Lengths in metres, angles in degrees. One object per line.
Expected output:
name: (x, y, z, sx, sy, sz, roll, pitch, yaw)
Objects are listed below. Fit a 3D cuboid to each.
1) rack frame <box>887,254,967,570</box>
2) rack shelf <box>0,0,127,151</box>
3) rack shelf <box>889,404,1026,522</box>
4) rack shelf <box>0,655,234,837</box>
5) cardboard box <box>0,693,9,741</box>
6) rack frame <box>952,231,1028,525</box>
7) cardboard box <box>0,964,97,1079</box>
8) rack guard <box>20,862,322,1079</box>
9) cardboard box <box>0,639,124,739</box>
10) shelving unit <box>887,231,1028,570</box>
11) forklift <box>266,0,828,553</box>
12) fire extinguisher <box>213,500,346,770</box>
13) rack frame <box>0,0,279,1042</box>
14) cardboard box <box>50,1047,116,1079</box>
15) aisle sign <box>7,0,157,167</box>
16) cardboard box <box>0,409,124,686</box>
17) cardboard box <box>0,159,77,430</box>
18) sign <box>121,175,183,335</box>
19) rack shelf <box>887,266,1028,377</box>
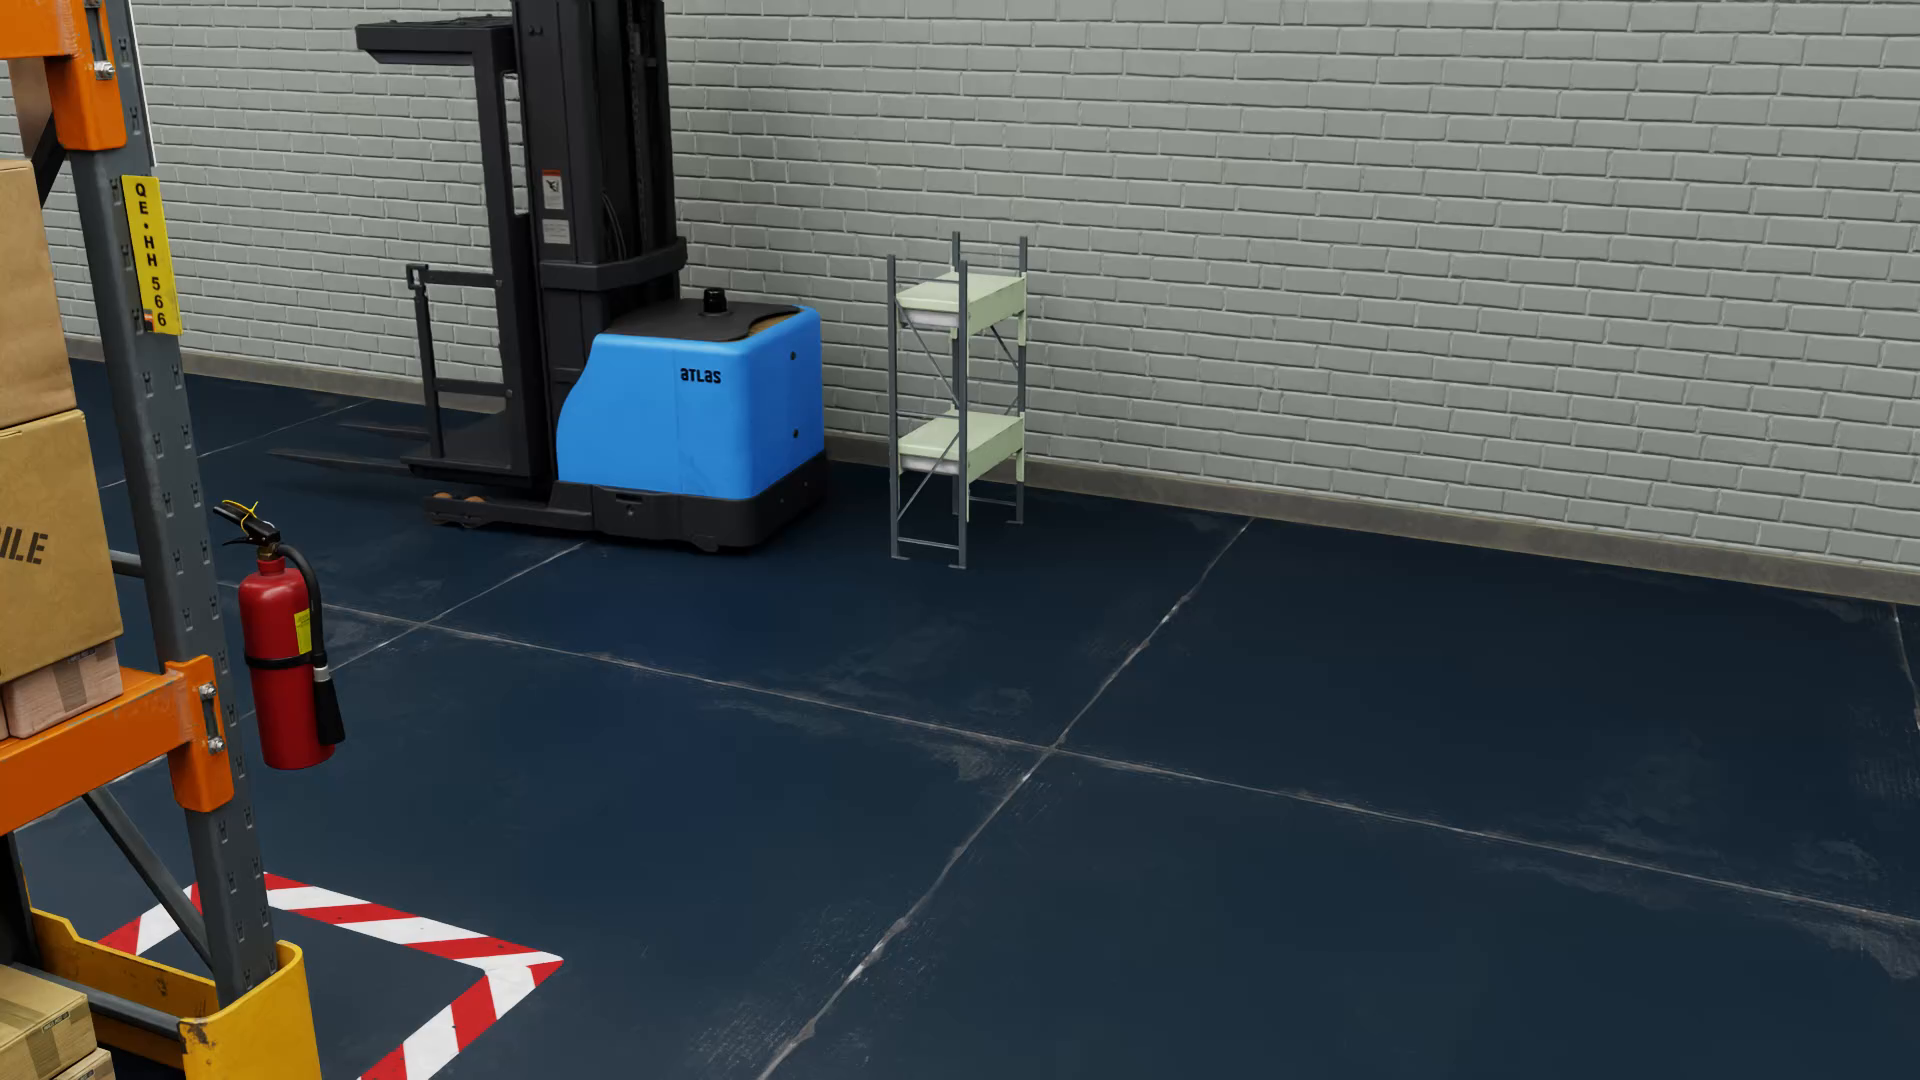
rack frame: (-0.153, -0.593, 7.897, 0.400, 1.500, 0.023, 9, 21, 23)
rack shelf: (-2.992, -0.440, 1.826, 1.077, 0.370, 4.000, 9, 21, 23)
rack shelf: (-0.003, -0.397, 8.321, 0.431, 0.370, 0.720, 9, 21, 23)
rack shelf: (-2.992, 0.974, 2.328, 1.077, 0.370, 4.000, 9, 21, 23)
cardboard box: (-2.185, 0.351, 3.380, 0.380, 0.149, 0.250, 9, 21, 23)
rack frame: (0.147, -0.816, 8.526, 0.400, 1.500, 0.023, 9, 21, 23)
cardboard box: (-2.158, 1.085, 3.682, 0.380, 0.149, 0.250, 9, 21, 23)
rack guard: (-2.204, 1.224, 4.280, 1.175, 0.500, 0.348, 9, 21, 23)
cardboard box: (-2.048, 0.280, 3.580, 0.380, 0.149, 0.250, 9, 21, 23)
shelving unit: (-0.003, -0.705, 8.212, 0.431, 1.500, 0.755, 9, 21, 23)
forklift: (-2.288, -1.597, 8.586, 3.031, 2.935, 1.130, 6, 21, 18)
fire extinguisher: (-1.649, 0.222, 4.041, 0.296, 0.674, 0.183, 9, 21, 23)
rack frame: (-2.173, 0.023, 3.927, 1.000, 3.000, 0.127, 9, 21, 23)
cardboard box: (-2.129, 1.229, 3.720, 0.380, 0.149, 0.250, 8, 21, 21)
aisle sign: (-1.869, -1.183, 3.438, 0.394, 0.787, 0.004, 9, 21, 23)
cardboard box: (-2.122, 0.009, 3.375, 0.500, 0.500, 0.500, 9, 21, 24)
cardboard box: (-2.133, -0.461, 3.203, 0.500, 0.500, 0.500, 8, 21, 22)
sign: (-1.675, -0.589, 3.448, 0.100, 0.325, 0.005, 9, 21, 23)
rack shelf: (-0.003, -1.072, 8.081, 0.431, 0.370, 0.720, 9, 21, 23)
